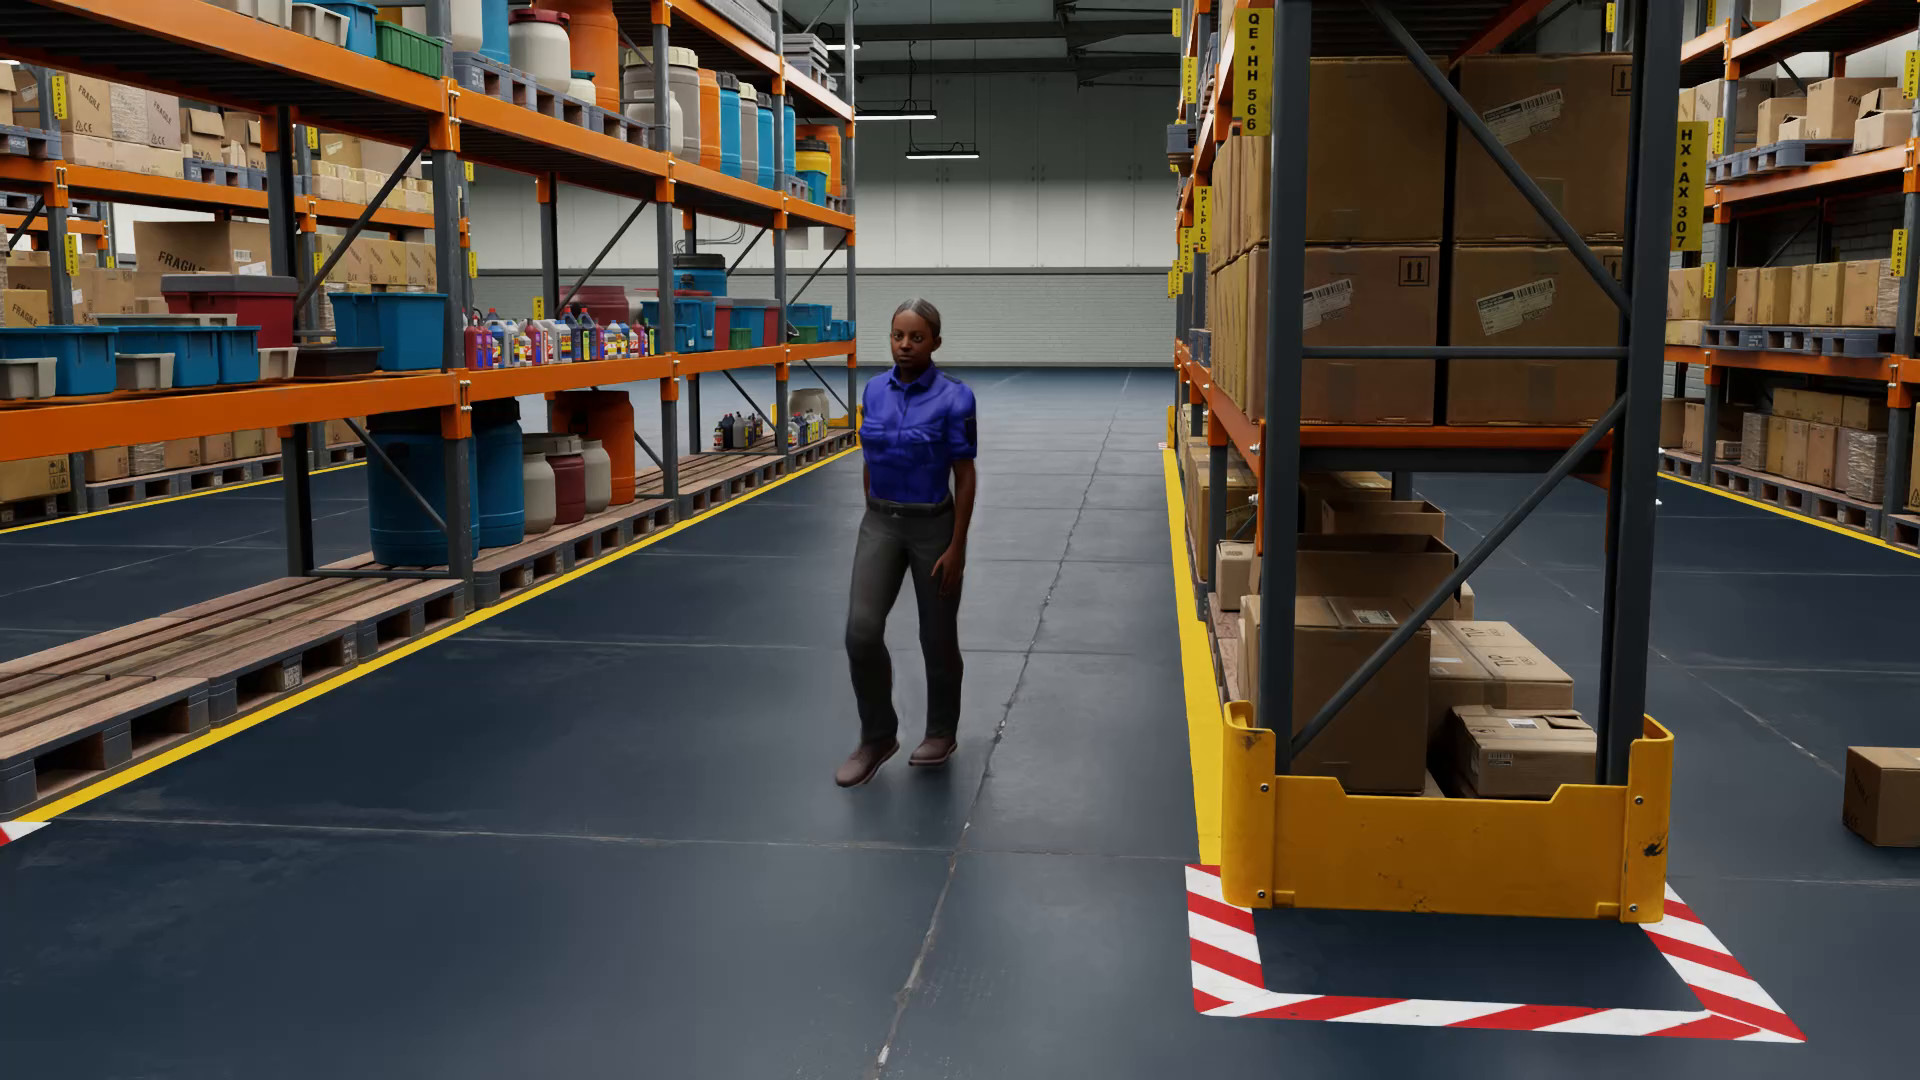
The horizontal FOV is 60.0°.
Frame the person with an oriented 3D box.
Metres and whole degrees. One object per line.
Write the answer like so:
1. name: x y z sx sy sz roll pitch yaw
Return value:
1. person: -0.153 0.015 5.747 0.482 1.682 0.533 3 8 18
